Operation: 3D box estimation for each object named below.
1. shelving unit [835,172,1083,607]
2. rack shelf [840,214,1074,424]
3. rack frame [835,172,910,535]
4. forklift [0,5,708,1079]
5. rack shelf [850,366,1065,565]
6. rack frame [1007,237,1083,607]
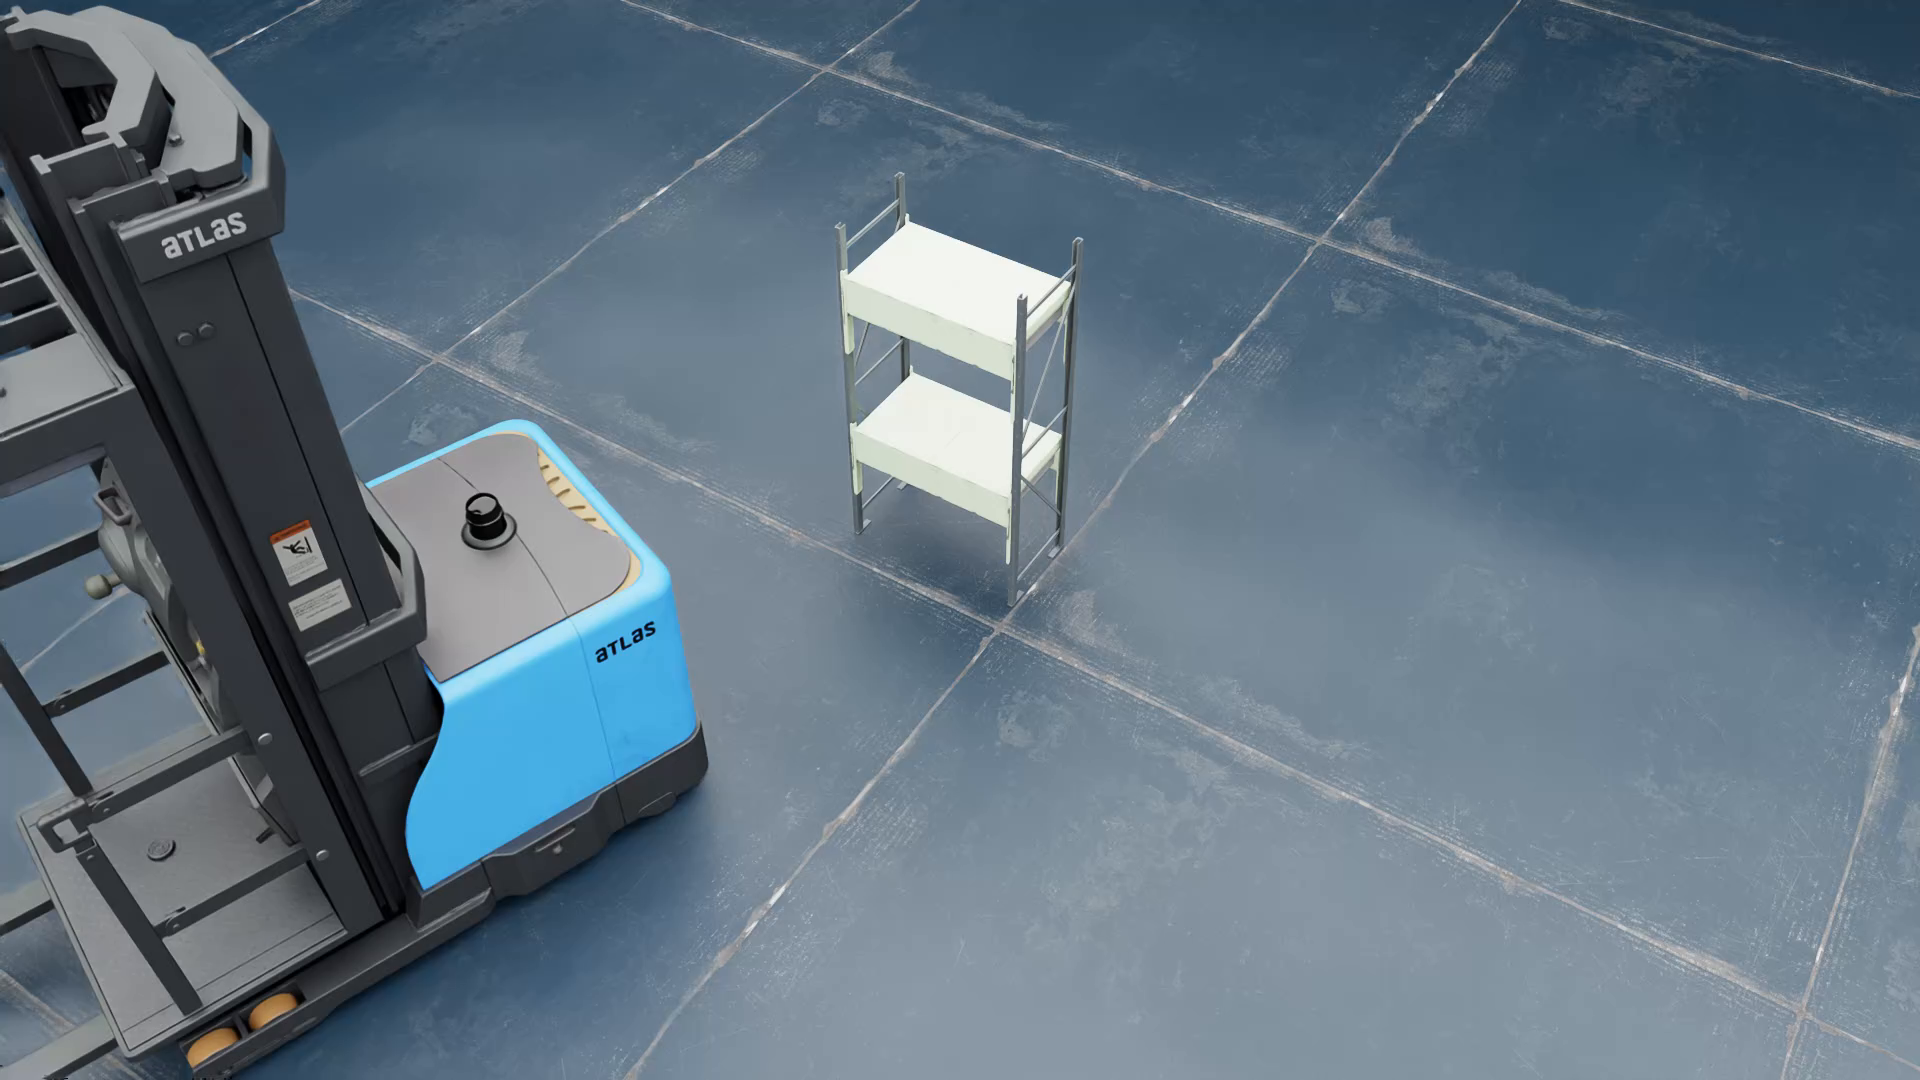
[{"bbox_3d":[-0.006,-0.525,6.215,0.755,1.500,0.431,25,51,22],"label":"shelving unit"},{"bbox_3d":[-0.006,-0.797,5.935,0.720,0.370,0.431,25,51,22],"label":"rack shelf"},{"bbox_3d":[-0.314,-0.667,6.352,0.023,1.500,0.400,25,51,22],"label":"rack frame"},{"bbox_3d":[-2.363,0.212,4.501,3.031,2.935,1.130,-29,53,-25],"label":"forklift"},{"bbox_3d":[-0.006,-0.298,6.448,0.720,0.370,0.431,25,51,22],"label":"rack shelf"},{"bbox_3d":[0.302,-0.384,6.077,0.023,1.500,0.400,25,51,22],"label":"rack frame"}]
